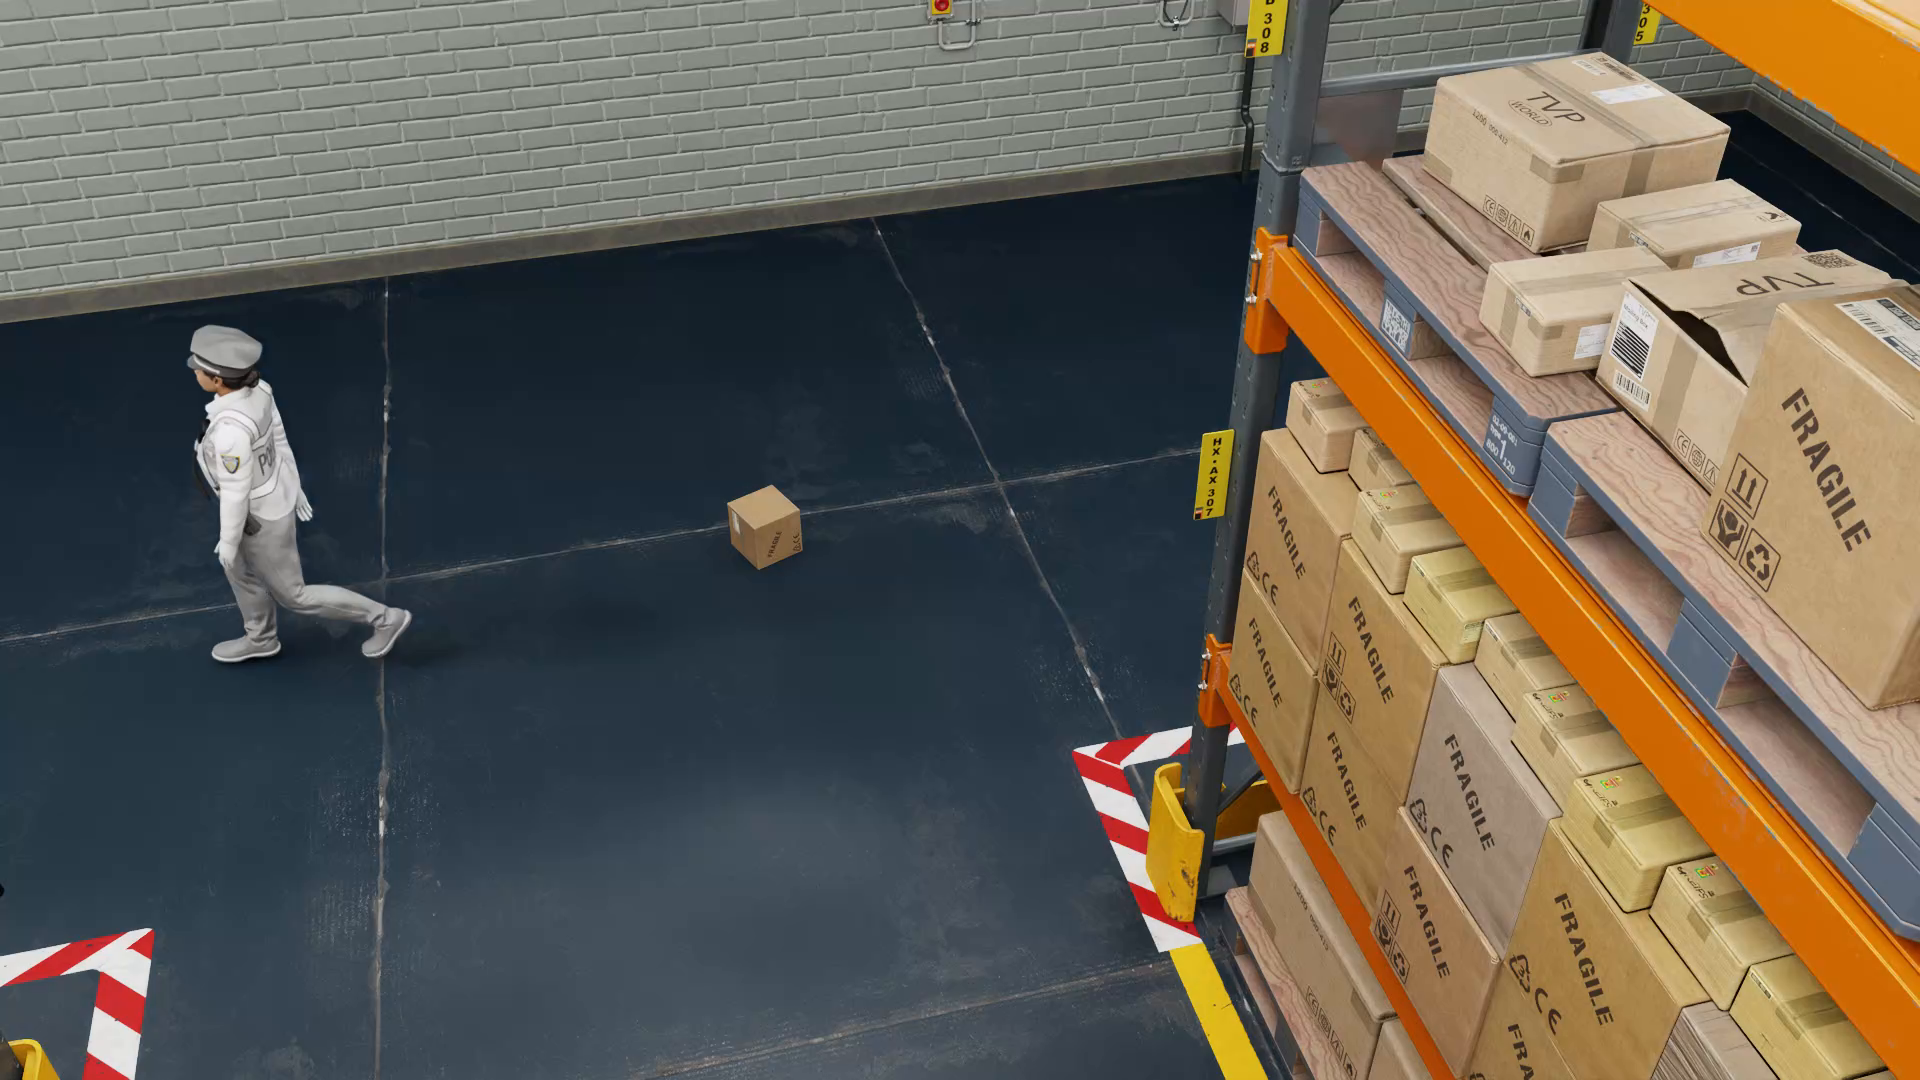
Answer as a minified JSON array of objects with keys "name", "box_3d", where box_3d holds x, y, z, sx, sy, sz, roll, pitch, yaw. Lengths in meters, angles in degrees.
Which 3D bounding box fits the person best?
[{"name":"person","box_3d":[-2.842,-0.145,6.855,0.901,1.648,0.459,-7,39,-8]}]
